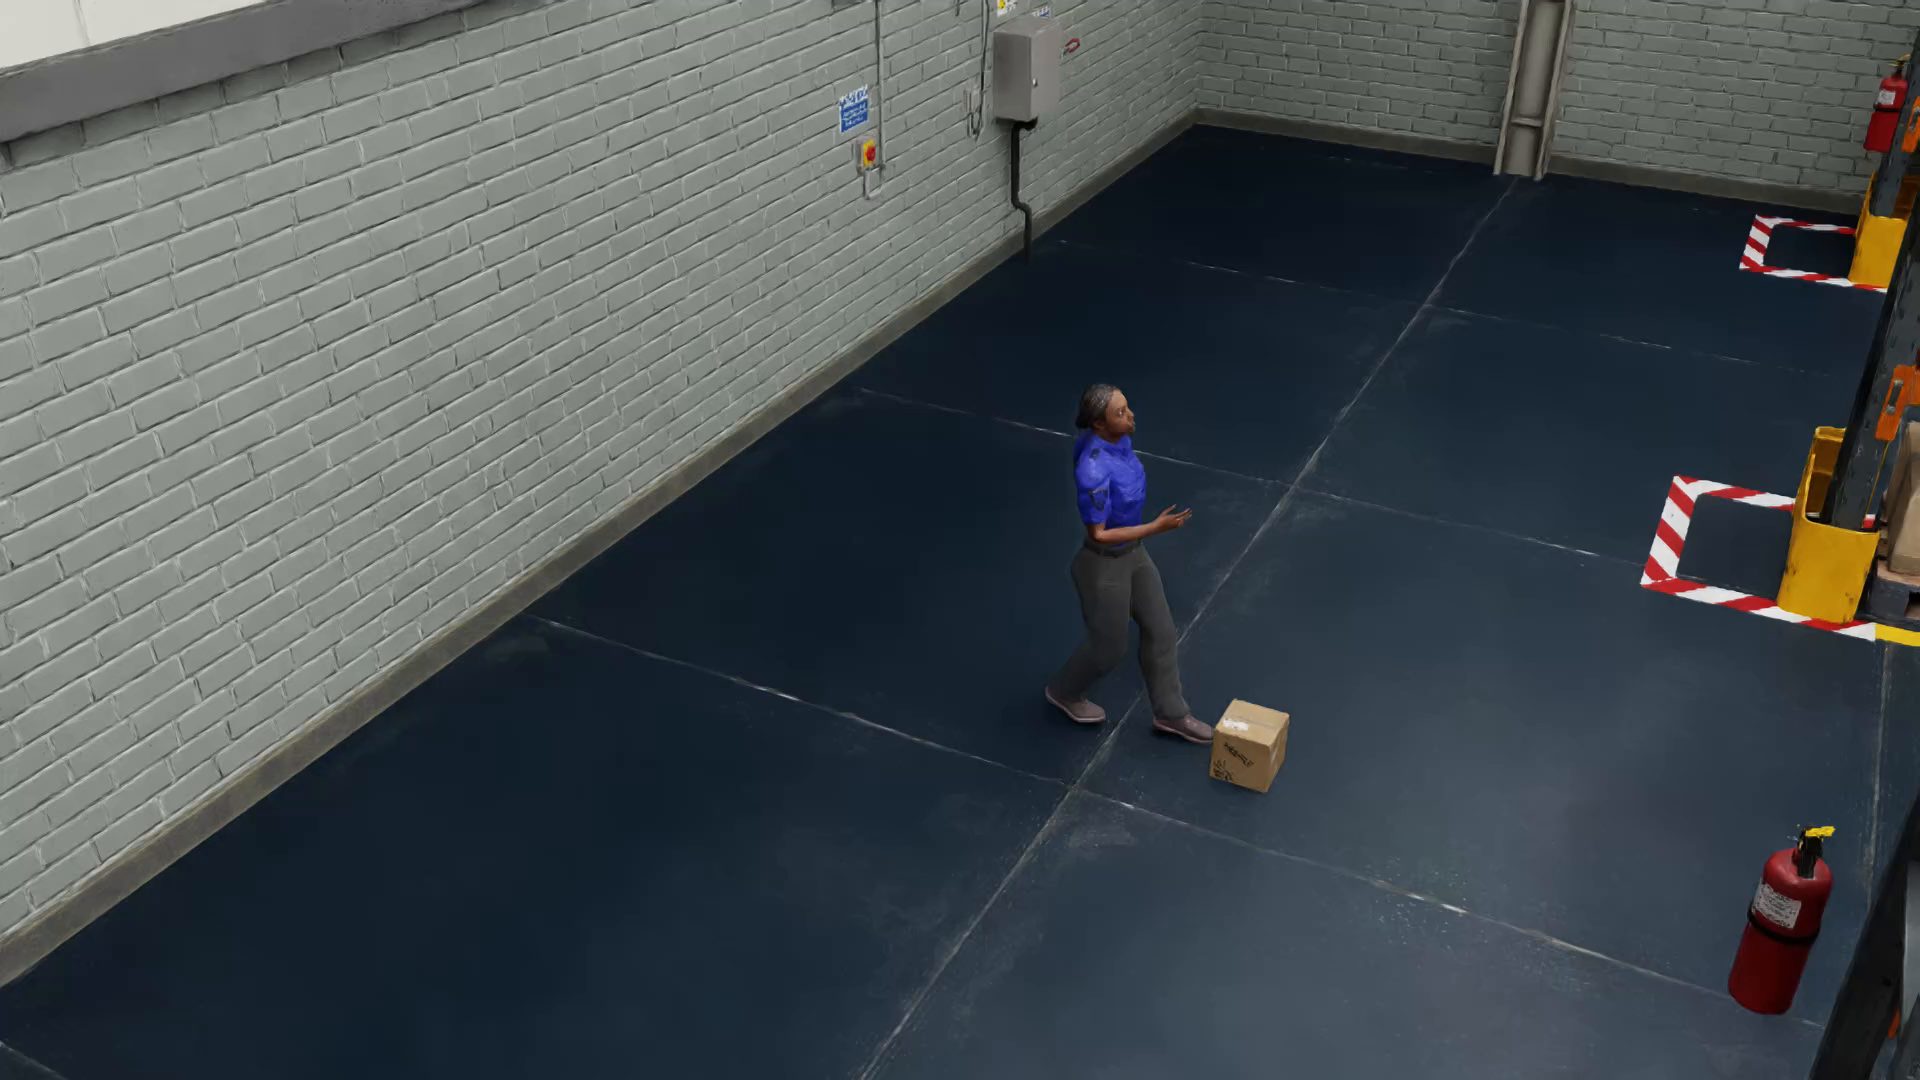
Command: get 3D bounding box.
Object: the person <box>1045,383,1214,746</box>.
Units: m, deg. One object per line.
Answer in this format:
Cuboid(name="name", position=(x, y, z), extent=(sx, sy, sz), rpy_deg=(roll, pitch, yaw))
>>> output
Cuboid(name="person", position=(0.729, 0.134, 6.923), extent=(0.779, 1.635, 0.511), rpy_deg=(15, 34, 24))
